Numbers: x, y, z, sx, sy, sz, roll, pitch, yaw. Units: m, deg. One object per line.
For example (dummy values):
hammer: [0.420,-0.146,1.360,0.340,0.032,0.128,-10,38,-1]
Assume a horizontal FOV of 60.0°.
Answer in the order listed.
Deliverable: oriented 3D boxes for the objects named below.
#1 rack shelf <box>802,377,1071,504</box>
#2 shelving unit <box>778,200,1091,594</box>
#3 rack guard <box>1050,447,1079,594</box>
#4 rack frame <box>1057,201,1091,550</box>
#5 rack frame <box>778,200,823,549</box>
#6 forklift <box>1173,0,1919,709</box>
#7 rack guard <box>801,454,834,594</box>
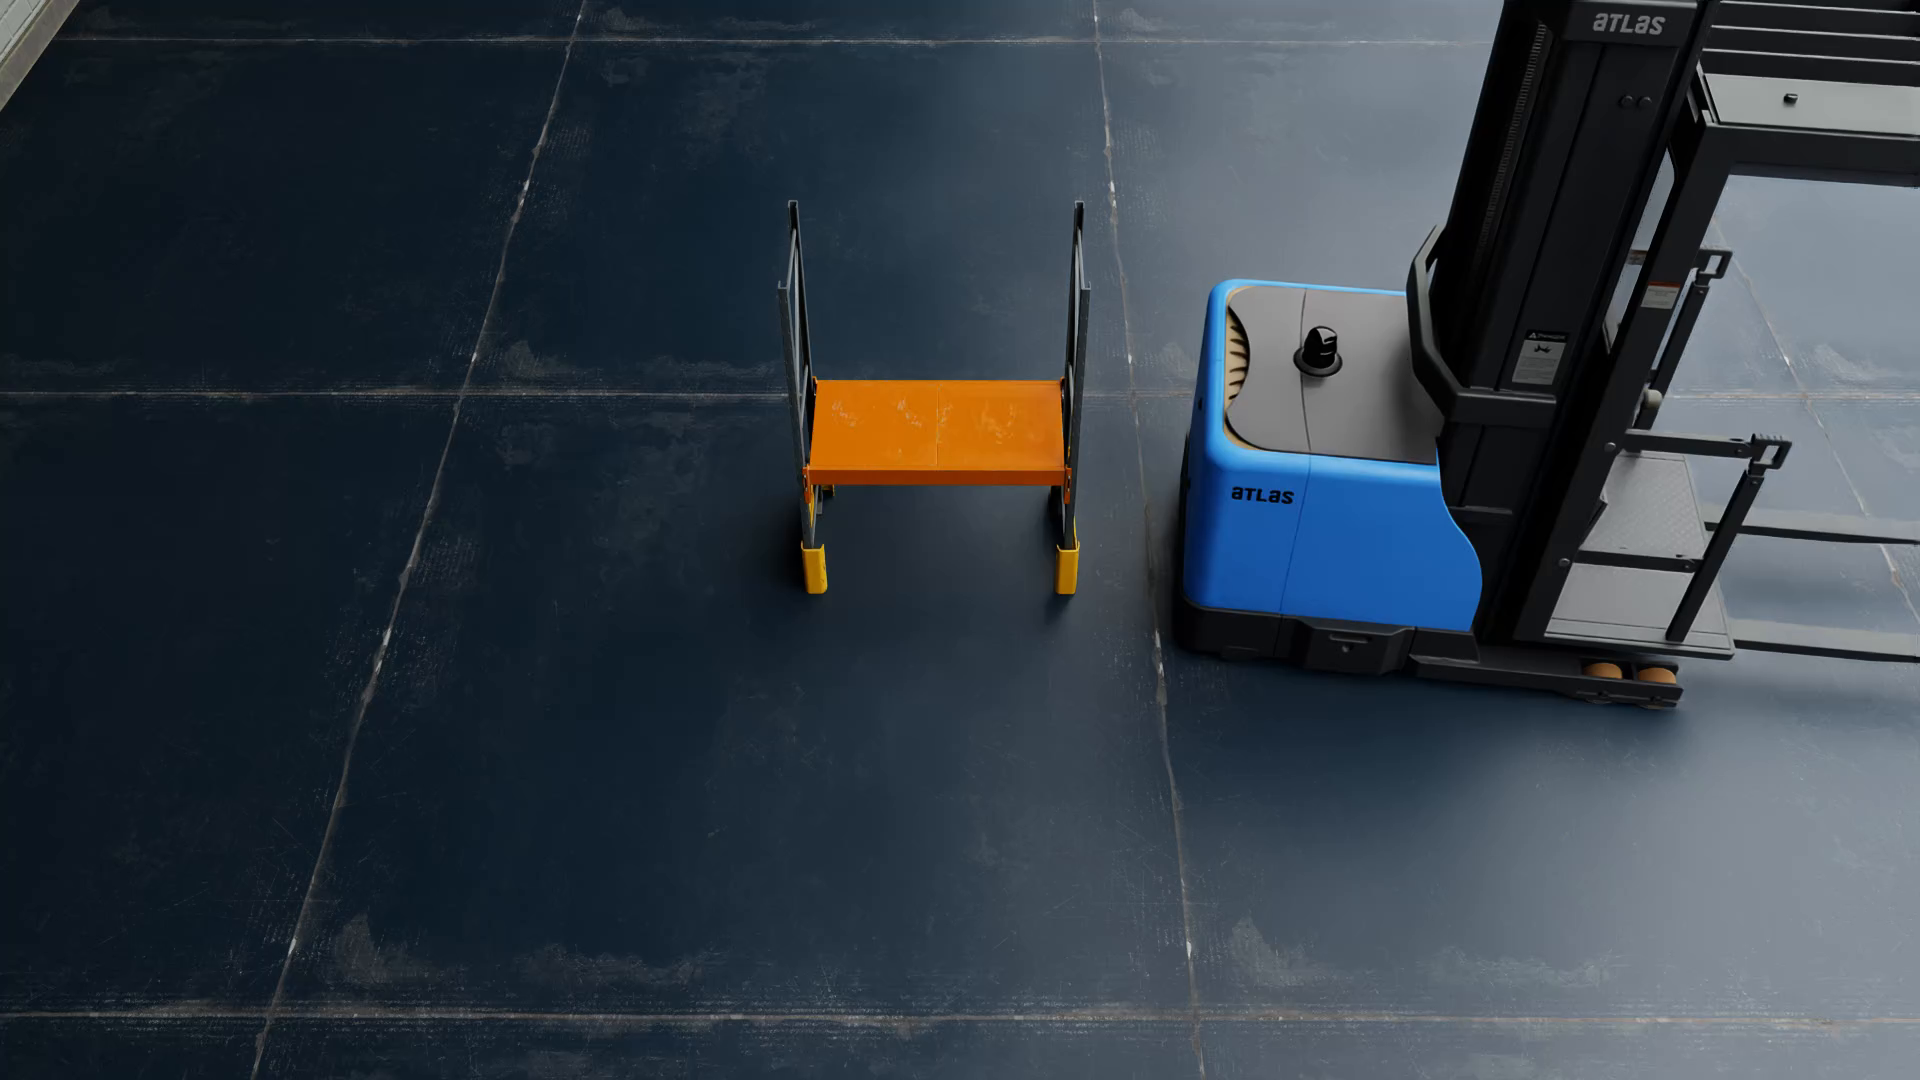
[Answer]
rack shelf: [-0.085,-0.389,6.414,1.000,0.185,0.538,0,47,0]
shelving unit: [-0.076,-0.511,6.282,1.083,1.500,0.587,0,47,0]
rack guard: [0.422,-0.084,6.738,0.087,0.250,0.587,0,47,0]
rack frame: [0.423,-0.510,6.281,0.032,1.500,0.500,0,47,0]
rack frame: [-0.594,-0.513,6.283,0.032,1.500,0.500,0,47,0]
forklift: [2.379,-0.781,5.555,3.031,2.935,1.130,5,47,5]
rack guard: [-0.574,-0.087,6.741,0.087,0.250,0.587,0,47,0]
